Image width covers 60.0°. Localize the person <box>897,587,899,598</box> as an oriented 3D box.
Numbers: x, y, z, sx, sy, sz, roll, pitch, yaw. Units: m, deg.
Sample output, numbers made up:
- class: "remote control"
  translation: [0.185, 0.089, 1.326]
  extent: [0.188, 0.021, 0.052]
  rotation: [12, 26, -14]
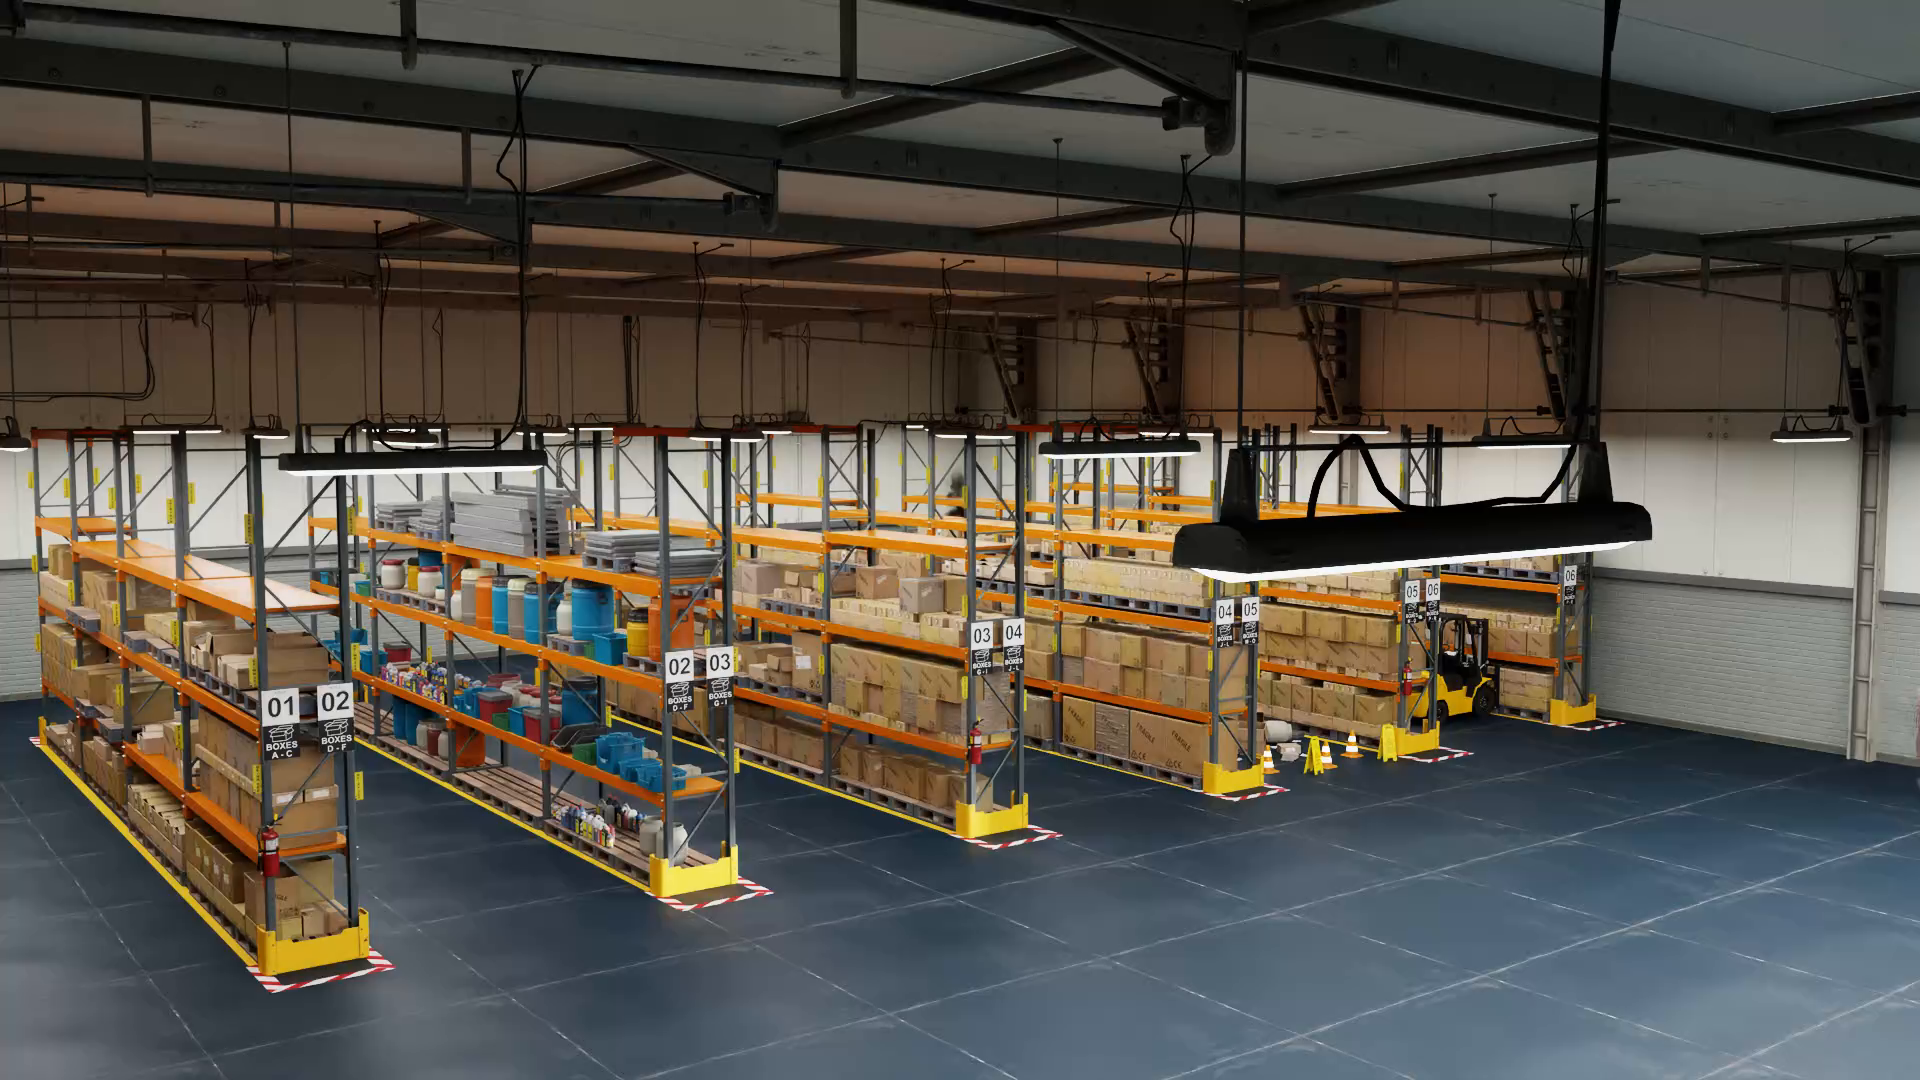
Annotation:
- class: "person"
  translation: [-1.760, 2.009, 44.615]
  extent: [0.560, 1.663, 0.770]
  rotation: [-3, 5, -29]
